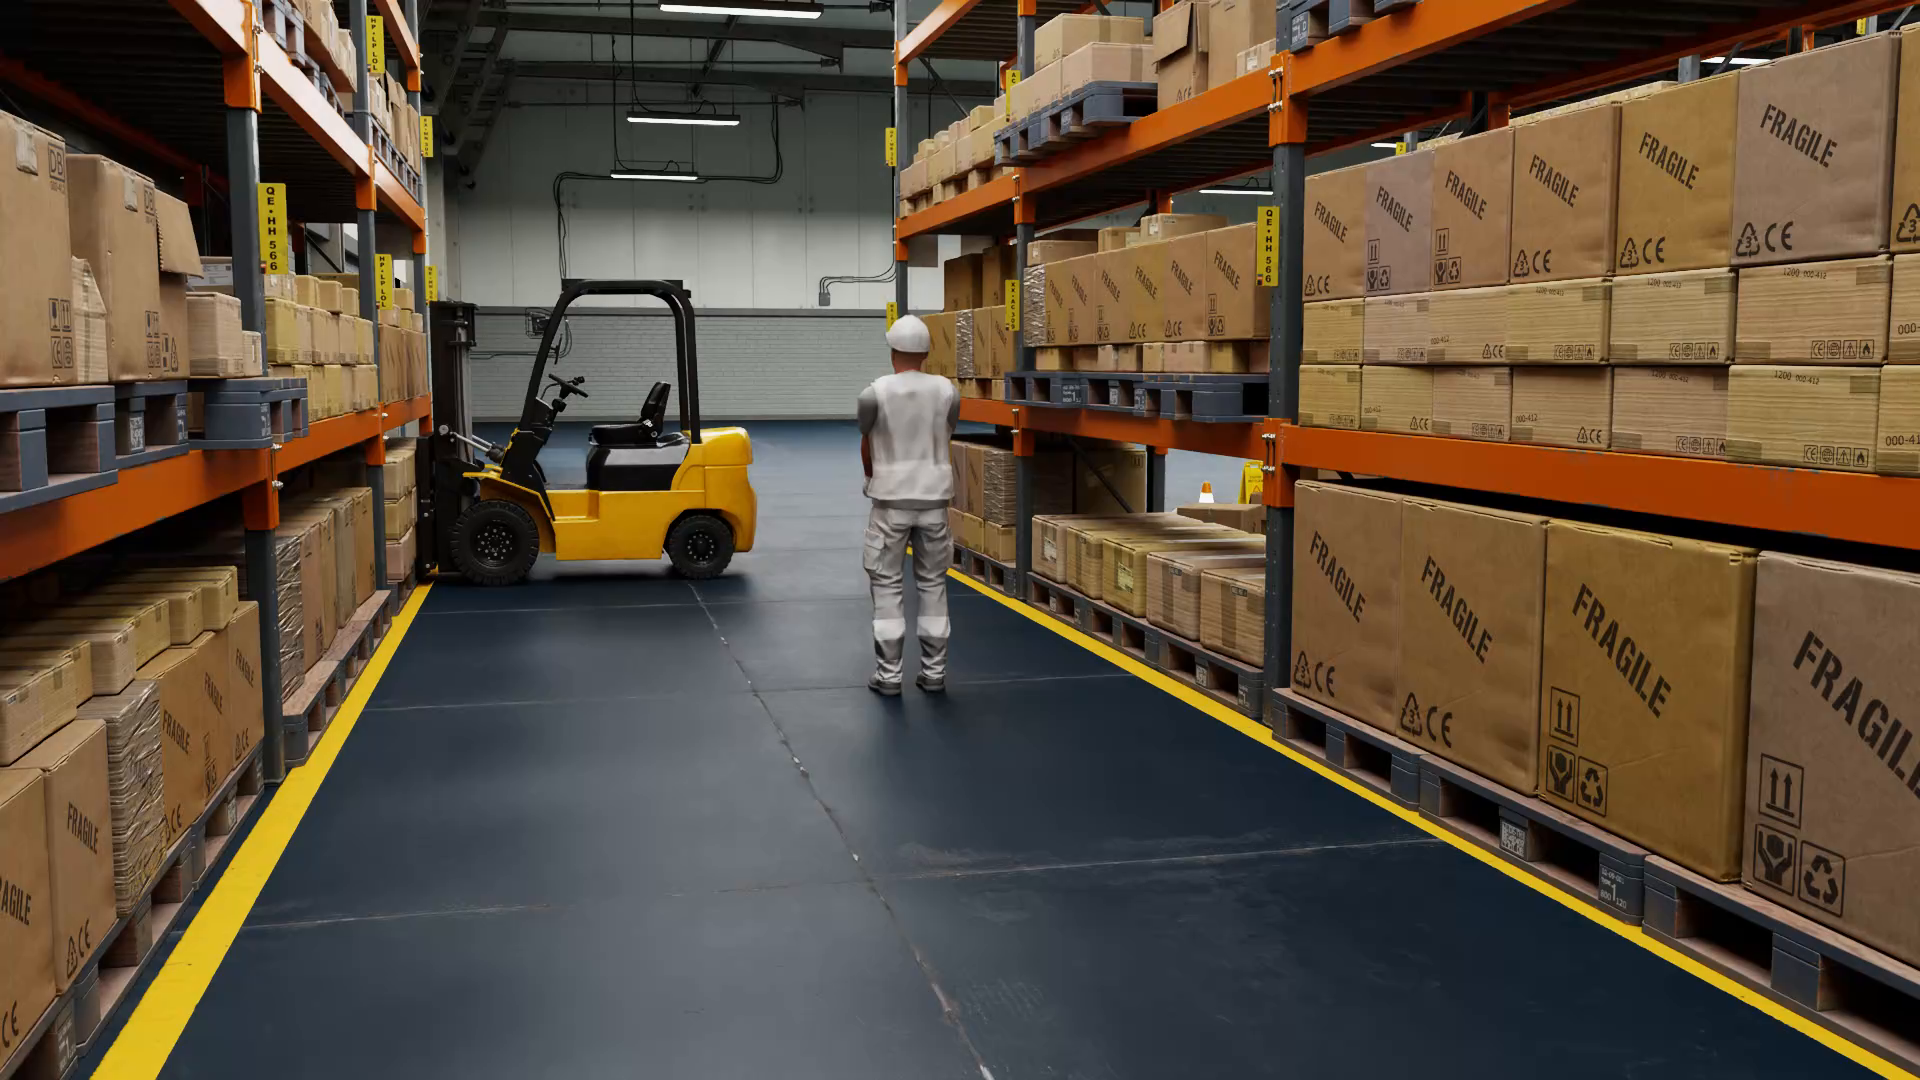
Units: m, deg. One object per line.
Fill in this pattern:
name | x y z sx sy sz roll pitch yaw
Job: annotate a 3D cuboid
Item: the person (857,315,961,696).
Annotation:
person | -0.266 -0.171 7.933 0.493 1.782 0.571 -1 6 -13
